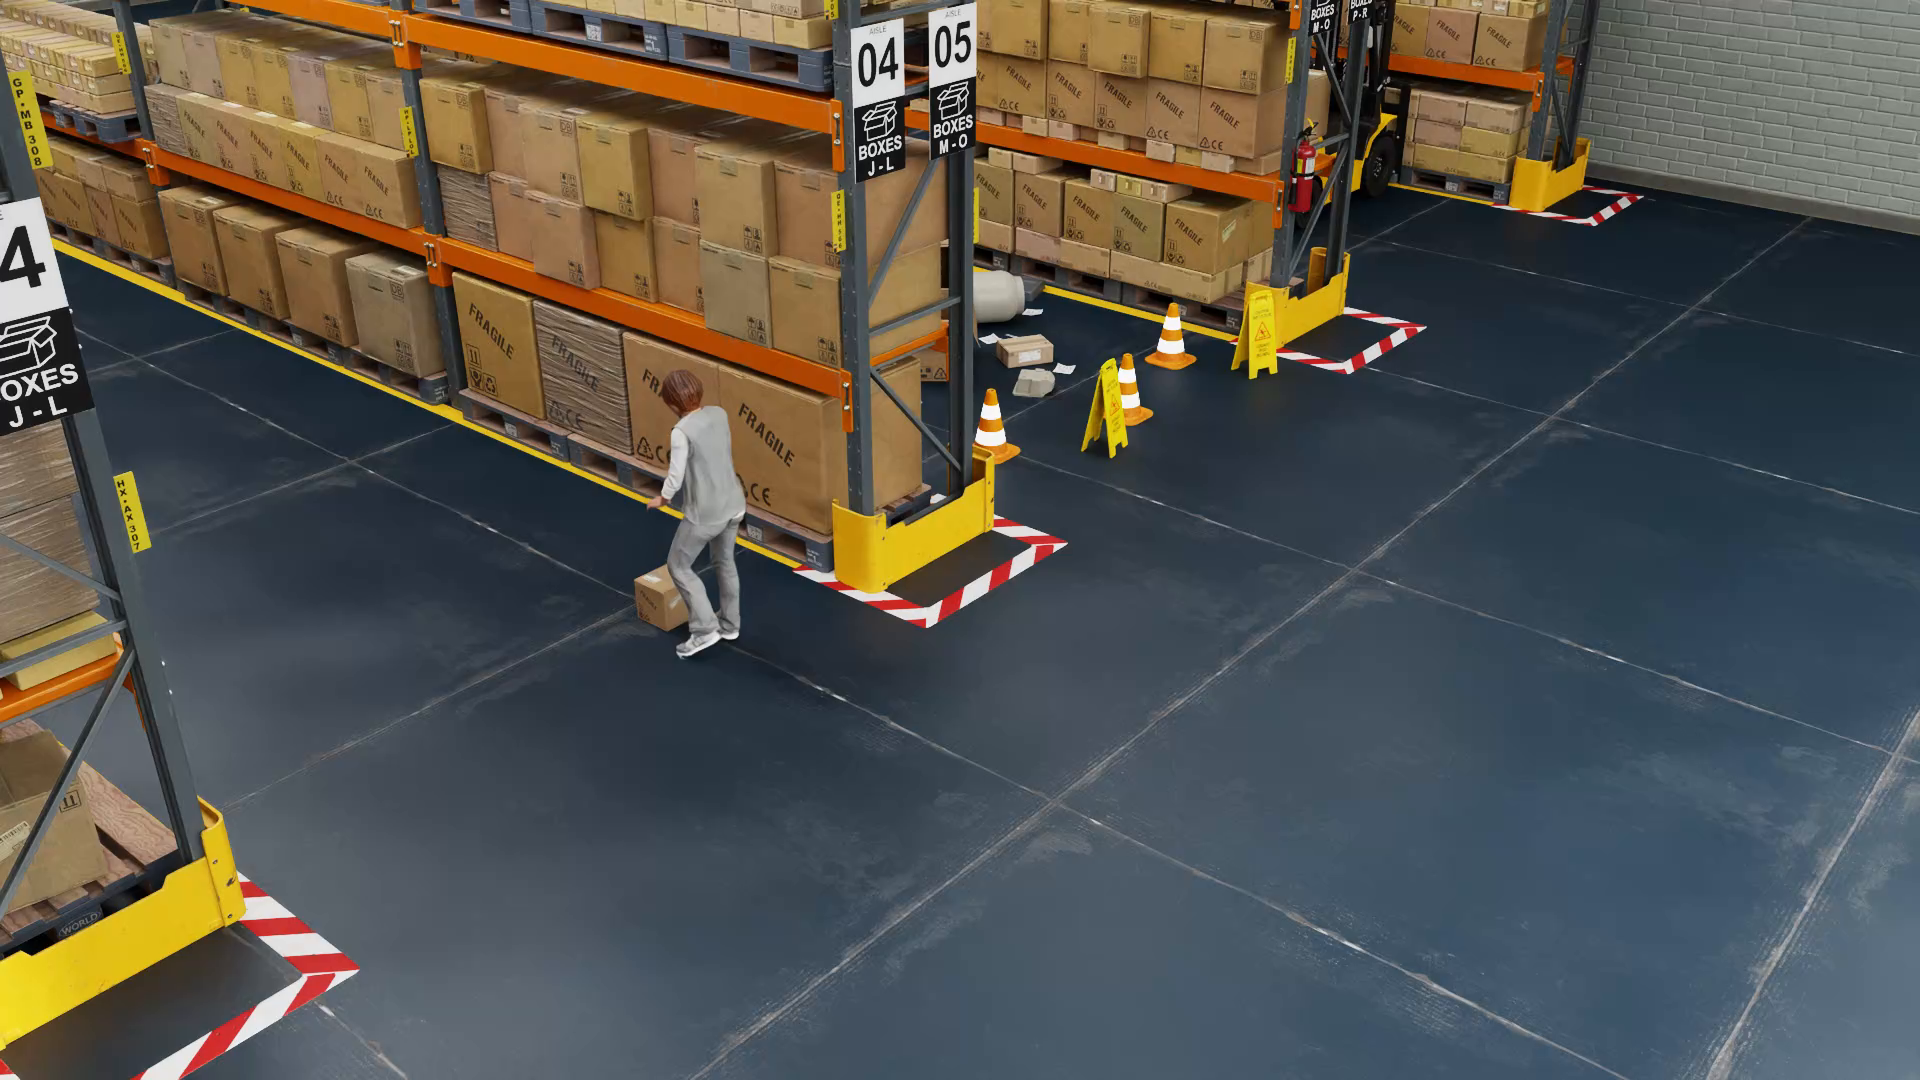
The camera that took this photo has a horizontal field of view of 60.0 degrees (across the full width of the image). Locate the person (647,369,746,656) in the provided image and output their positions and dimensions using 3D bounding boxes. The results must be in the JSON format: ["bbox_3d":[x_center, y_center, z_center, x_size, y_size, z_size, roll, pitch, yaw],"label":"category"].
[{"bbox_3d":[-1.403,-0.141,8.903,0.511,1.577,0.436,17,32,29],"label":"person"}]
